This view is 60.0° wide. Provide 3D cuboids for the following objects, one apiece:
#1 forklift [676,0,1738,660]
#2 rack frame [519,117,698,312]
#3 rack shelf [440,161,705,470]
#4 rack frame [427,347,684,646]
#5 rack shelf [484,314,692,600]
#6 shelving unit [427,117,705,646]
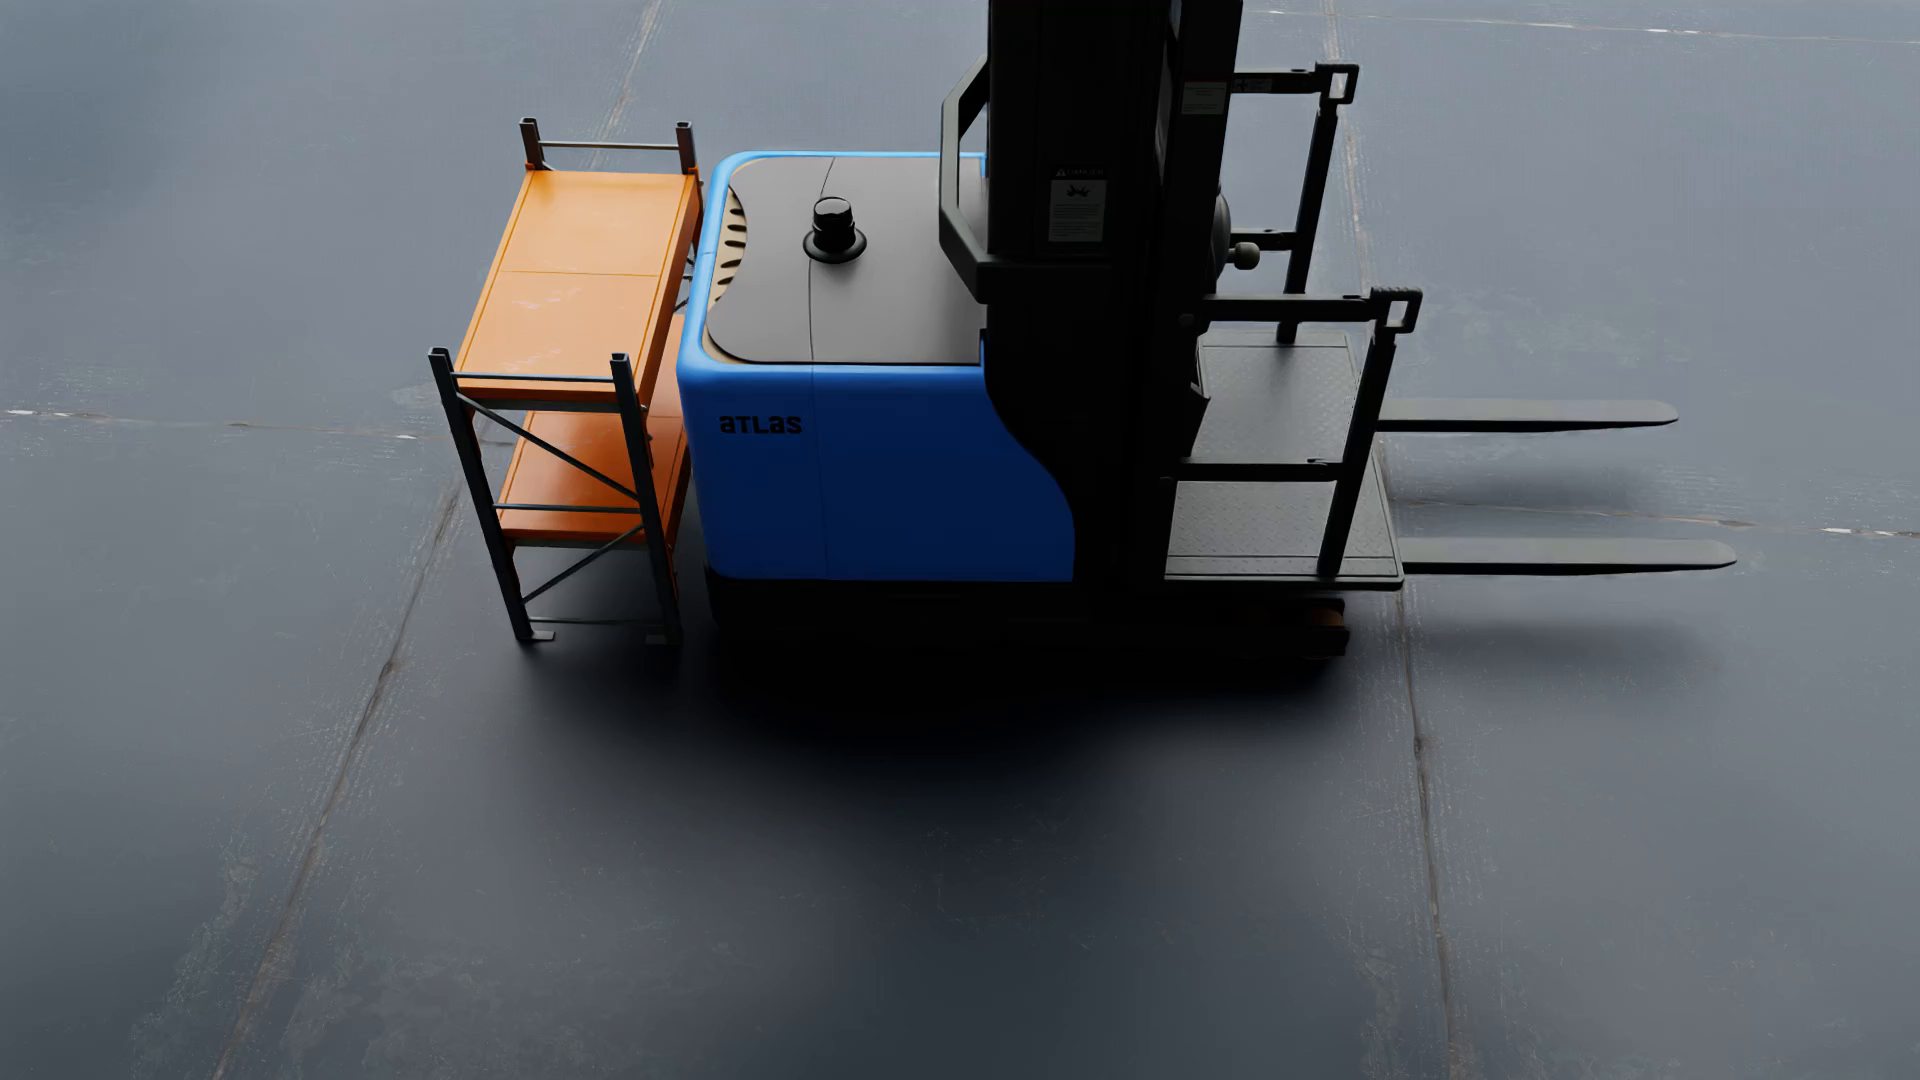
[{"bbox_3d":[0.778,-1.033,4.208,3.031,2.935,1.130,0,48,0],"label":"forklift"},{"bbox_3d":[-1.031,-0.834,5.251,0.500,1.125,0.032,2,48,2],"label":"rack frame"},{"bbox_3d":[-1.055,-0.657,4.692,0.538,0.278,1.000,2,48,2],"label":"rack shelf"},{"bbox_3d":[-1.078,-0.085,4.565,0.500,1.125,0.032,2,48,2],"label":"rack frame"},{"bbox_3d":[-1.055,-0.294,5.088,0.538,0.278,1.000,2,48,2],"label":"rack shelf"},{"bbox_3d":[-1.055,-0.459,4.908,0.538,1.125,1.048,2,48,2],"label":"shelving unit"}]
